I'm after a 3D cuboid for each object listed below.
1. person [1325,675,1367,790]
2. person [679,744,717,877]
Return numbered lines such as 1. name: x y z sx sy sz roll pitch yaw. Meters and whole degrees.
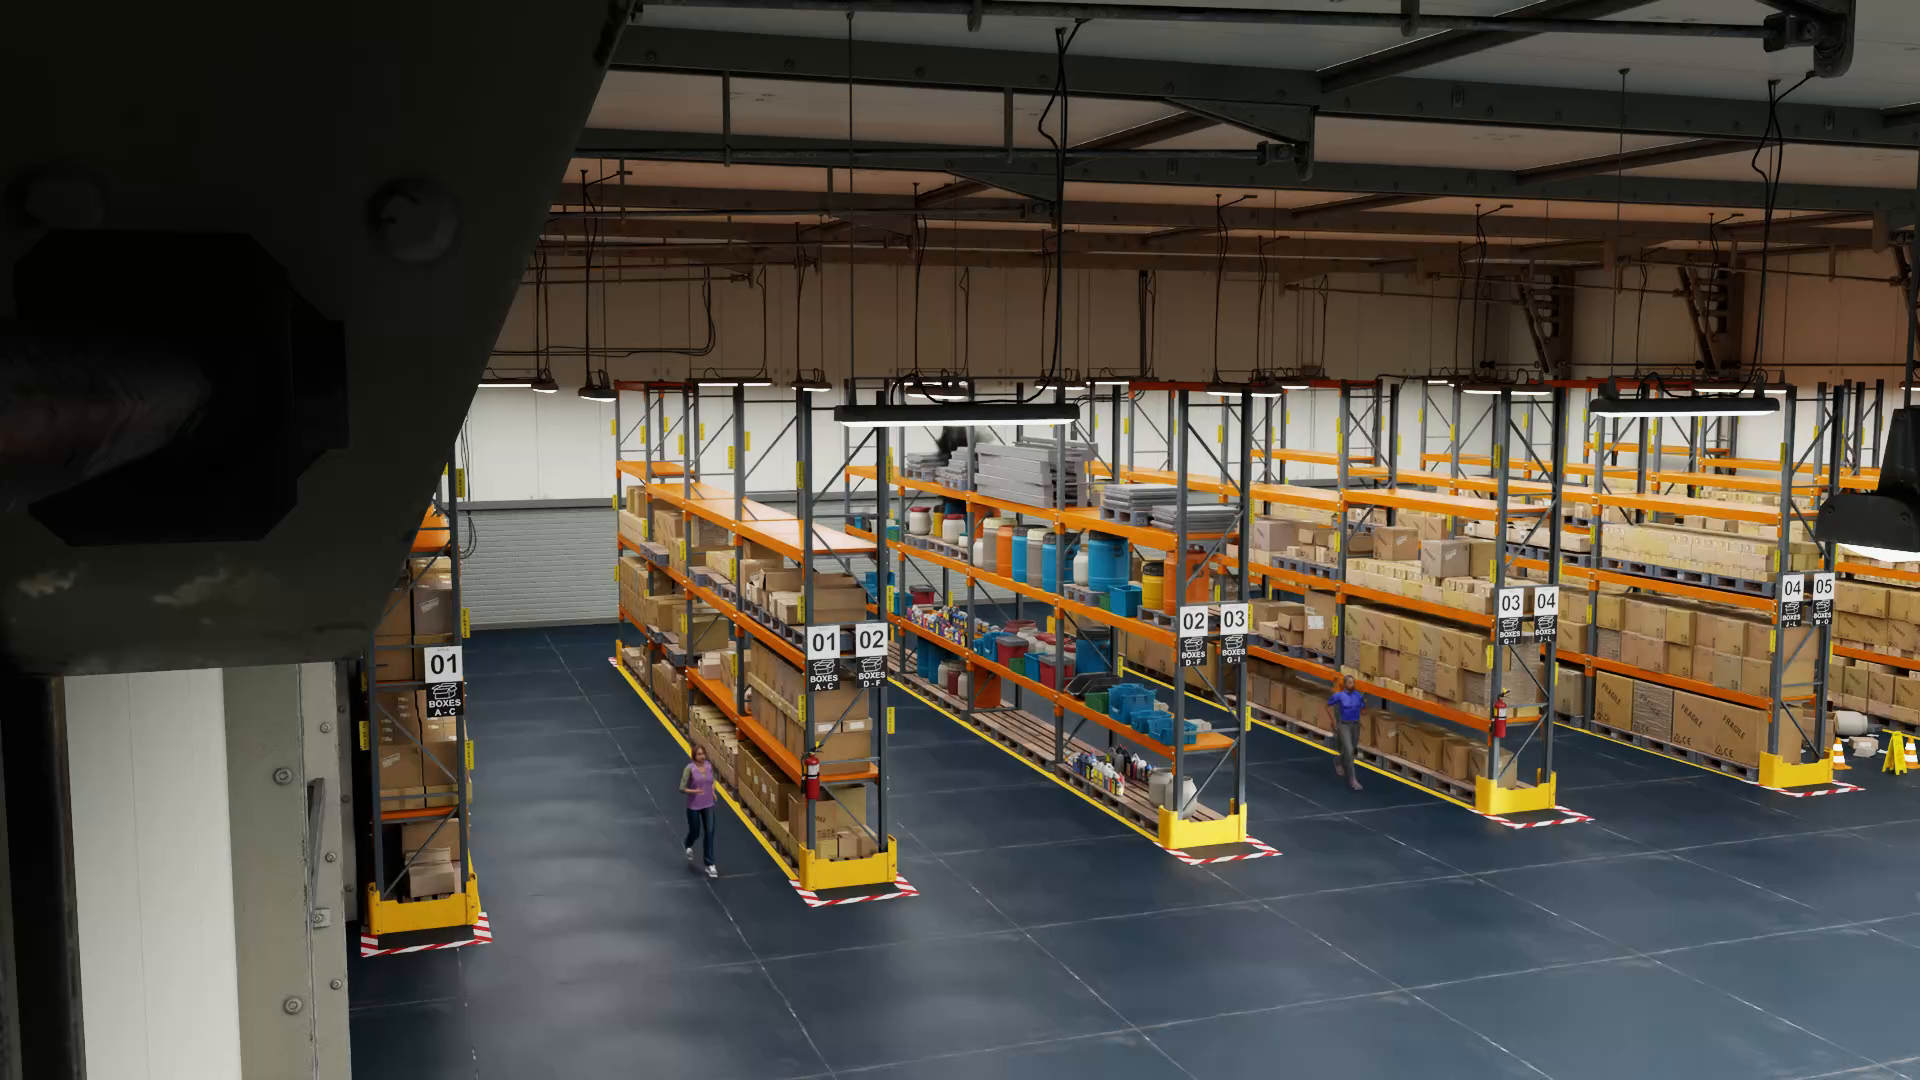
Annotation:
1. person: 5.839 2.845 25.026 0.576 1.646 0.939 -2 6 -20
2. person: -3.232 3.327 20.700 0.540 1.581 0.872 -3 7 -28
